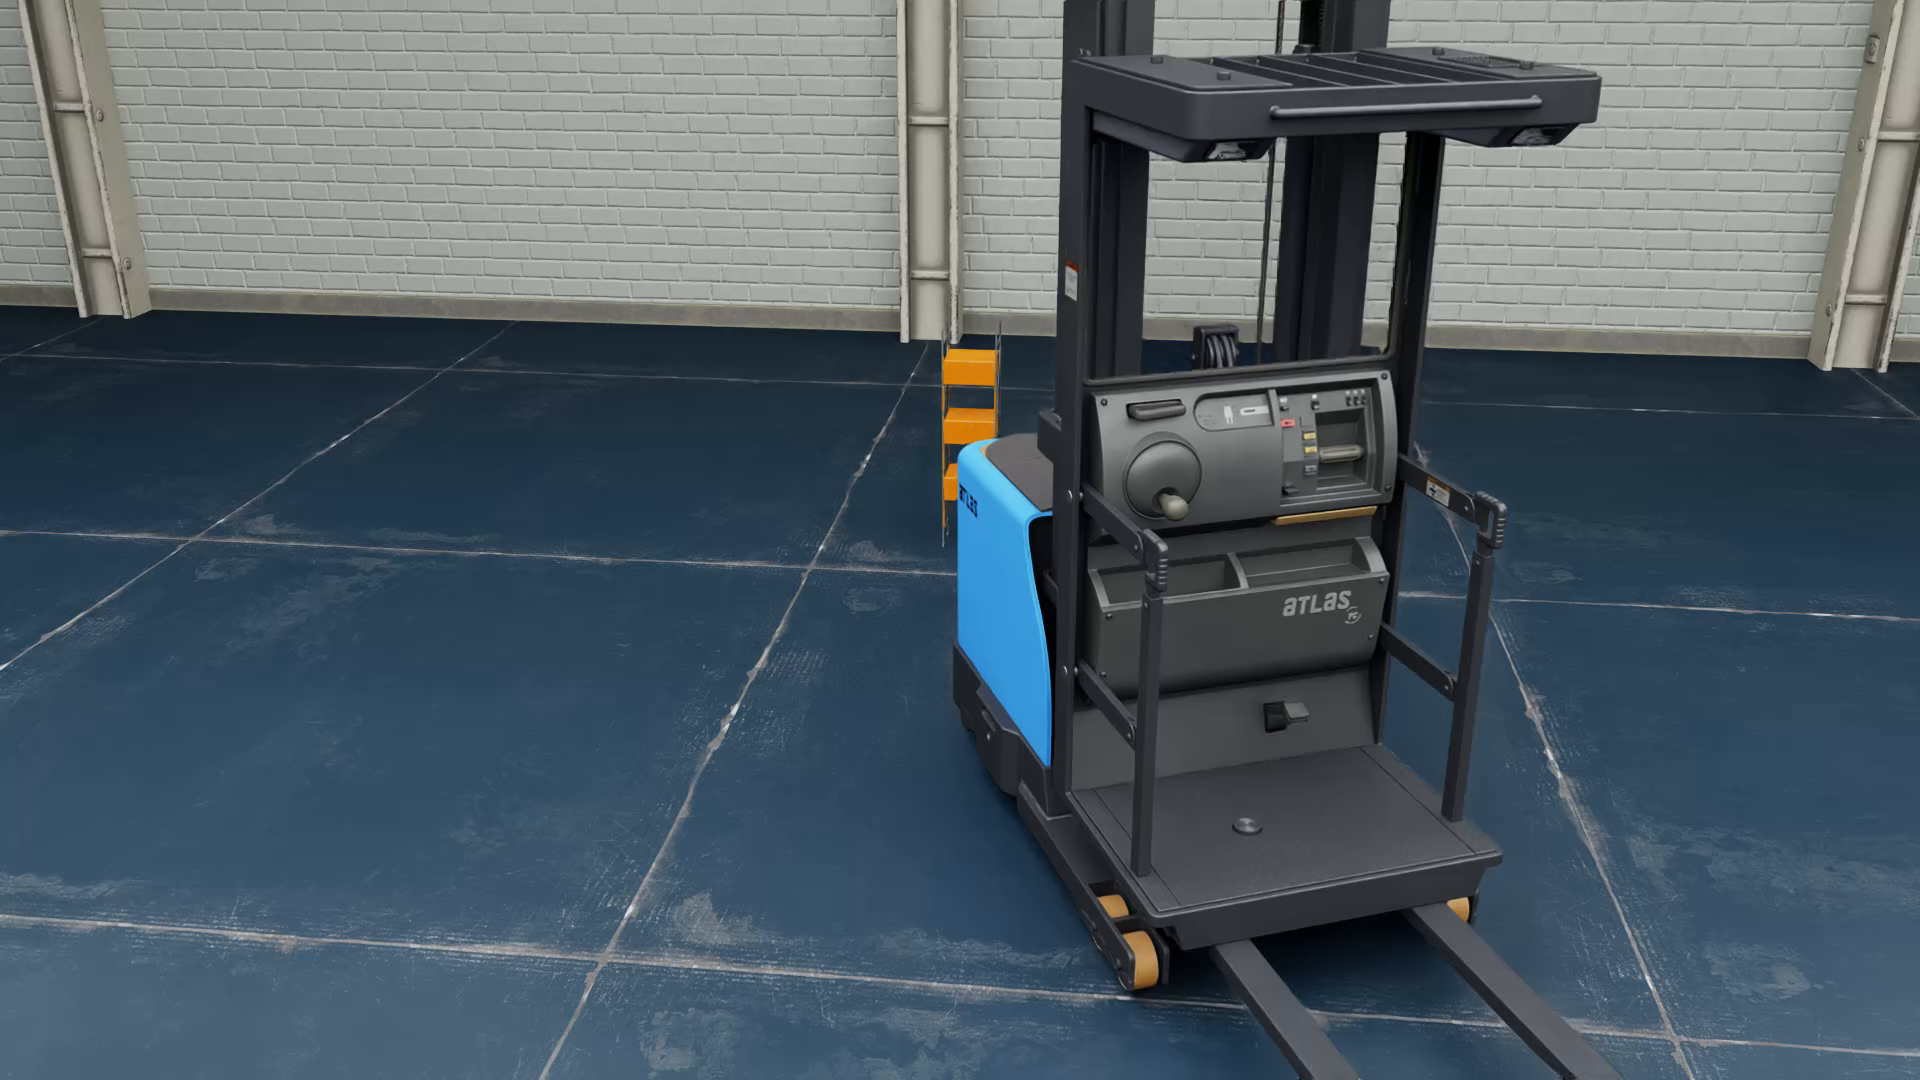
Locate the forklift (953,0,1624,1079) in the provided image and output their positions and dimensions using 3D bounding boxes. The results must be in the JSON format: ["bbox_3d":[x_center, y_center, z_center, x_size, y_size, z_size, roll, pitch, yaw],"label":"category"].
[{"bbox_3d":[0.894,-0.250,4.587,1.130,2.935,3.031,-6,22,-16],"label":"forklift"}]

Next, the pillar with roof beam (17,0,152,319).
[{"bbox_3d":[-6.658,-4.272,6.506,0.400,9.000,9.100,2,22,6],"label":"pillar with roof beam"}]

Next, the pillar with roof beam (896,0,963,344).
[{"bbox_3d":[-0.700,-4.013,5.850,0.400,9.000,9.100,2,22,6],"label":"pillar with roof beam"}]

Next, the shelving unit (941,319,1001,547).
[{"bbox_3d":[0.053,-0.486,7.741,0.252,1.050,0.215,2,22,6],"label":"shelving unit"}]

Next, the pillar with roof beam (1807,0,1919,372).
[{"bbox_3d":[5.259,-3.753,5.193,0.400,9.000,9.100,2,22,6],"label":"pillar with roof beam"}]

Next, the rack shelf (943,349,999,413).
[{"bbox_3d":[0.053,-0.740,7.641,0.240,0.259,0.215,2,22,6],"label":"rack shelf"}]

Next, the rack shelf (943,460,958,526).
[{"bbox_3d":[0.053,-0.218,7.847,0.240,0.259,0.215,2,22,6],"label":"rack shelf"}]

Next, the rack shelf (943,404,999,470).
[{"bbox_3d":[0.053,-0.476,7.745,0.240,0.259,0.215,2,22,6],"label":"rack shelf"}]

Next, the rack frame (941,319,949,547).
[{"bbox_3d":[-0.068,-0.491,7.754,0.008,1.050,0.200,2,22,6],"label":"rack frame"}]

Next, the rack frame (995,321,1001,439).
[{"bbox_3d":[0.174,-0.481,7.728,0.008,1.050,0.200,2,22,6],"label":"rack frame"}]
